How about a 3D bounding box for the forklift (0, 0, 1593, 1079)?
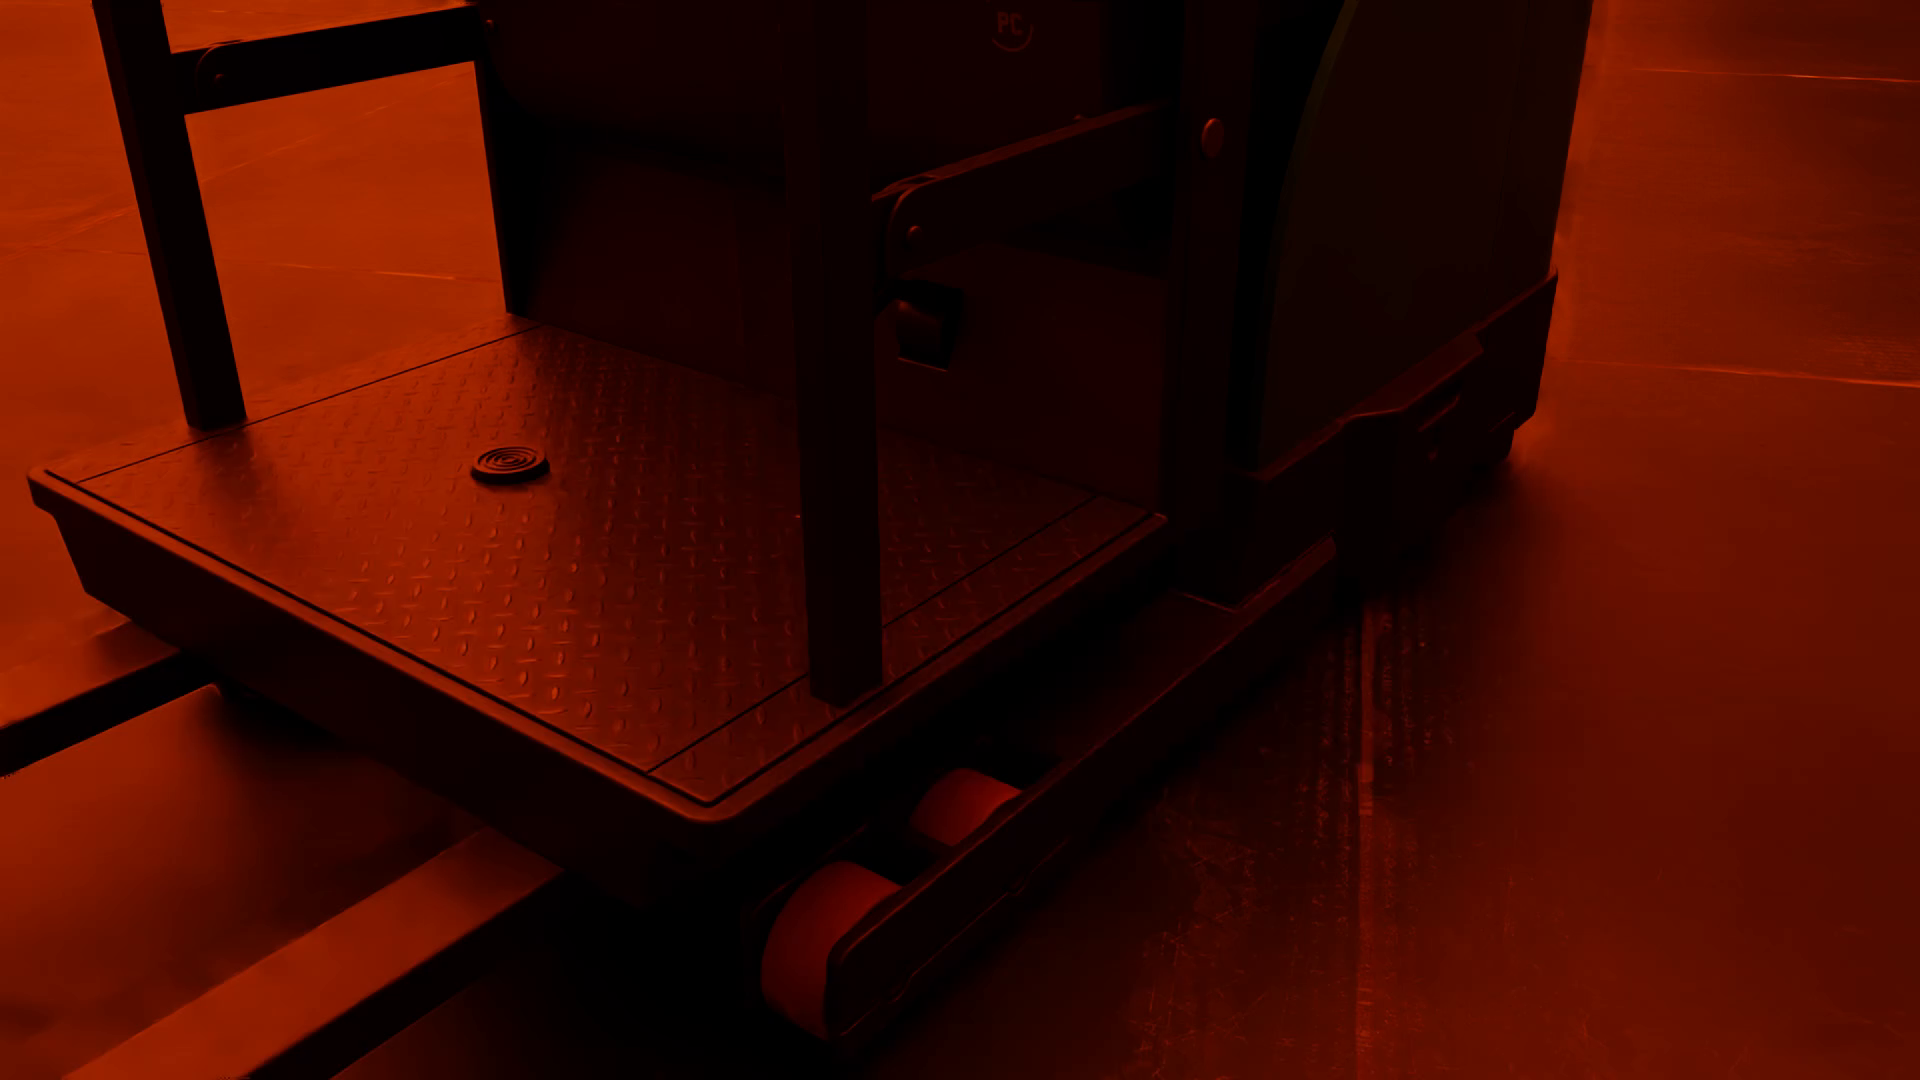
[{"bbox_3d":[-0.331,-1.087,1.401,1.130,2.935,3.031,19,32,33],"label":"forklift"}]
